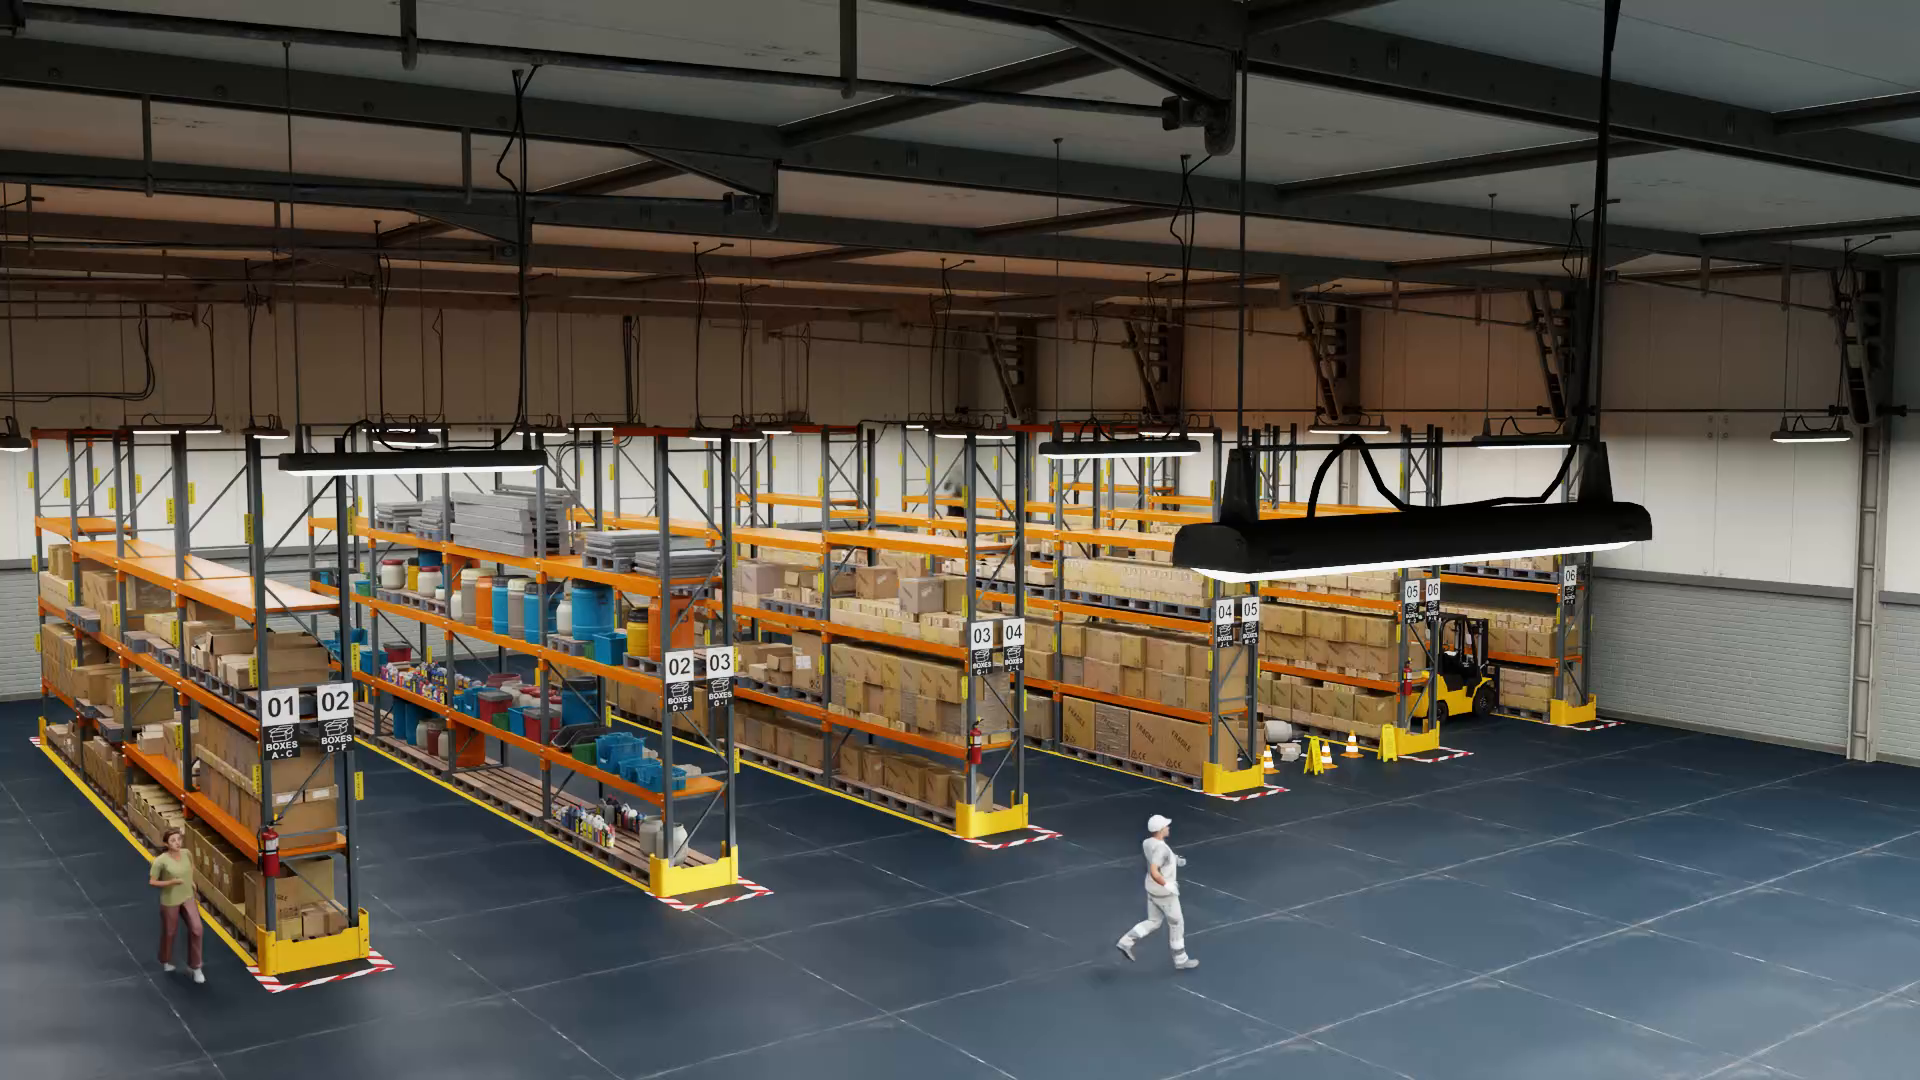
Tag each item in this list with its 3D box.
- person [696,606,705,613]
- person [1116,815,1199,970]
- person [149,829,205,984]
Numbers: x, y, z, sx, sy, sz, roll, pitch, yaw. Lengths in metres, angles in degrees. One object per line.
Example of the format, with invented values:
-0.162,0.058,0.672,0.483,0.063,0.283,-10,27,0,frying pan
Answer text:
-6.503,2.325,40.911,0.747,1.591,0.484,4,6,43,person
2.241,3.964,18.711,0.963,1.768,0.667,-1,5,-15,person
-8.724,4.040,18.453,0.738,1.714,0.549,4,6,43,person
